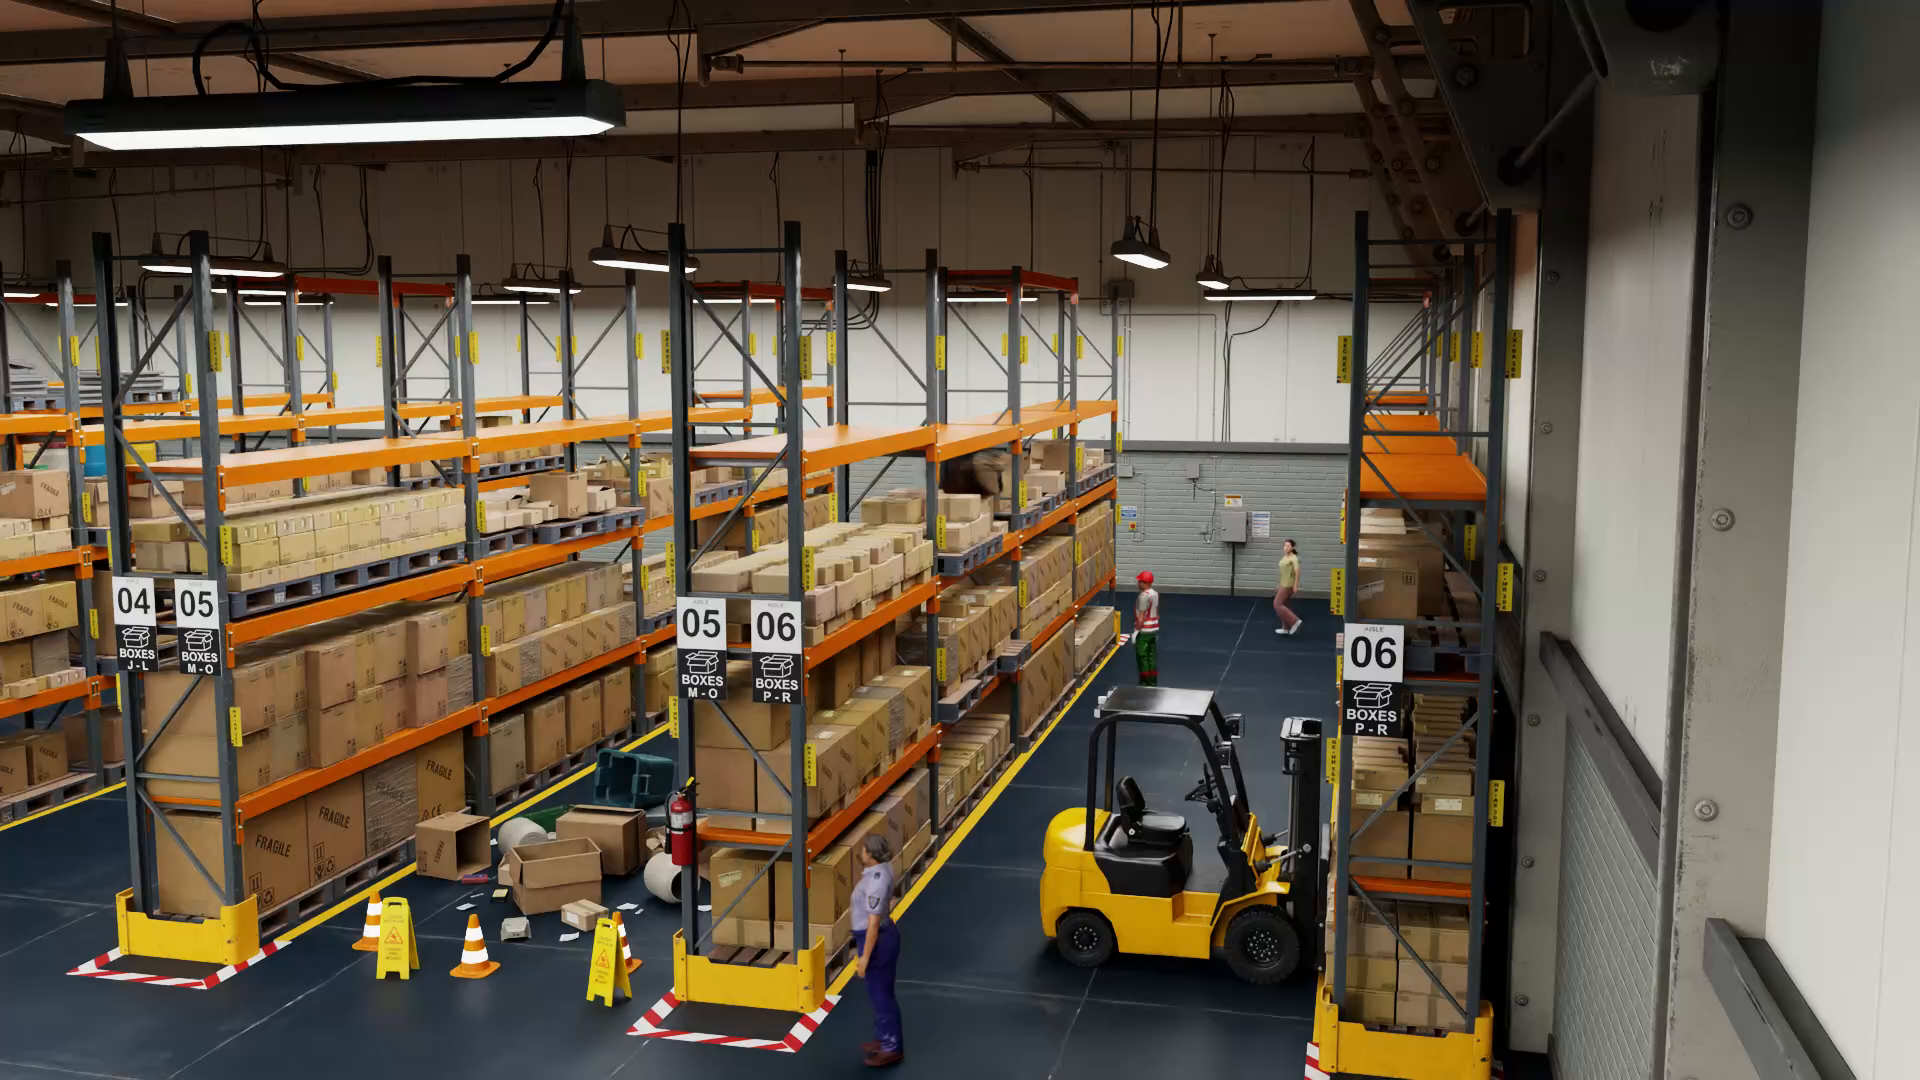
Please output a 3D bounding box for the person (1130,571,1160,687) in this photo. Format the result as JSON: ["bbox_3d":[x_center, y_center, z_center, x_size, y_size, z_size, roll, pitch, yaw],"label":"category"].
[{"bbox_3d":[2.681,1.341,24.066,0.362,1.794,0.645,4,8,32],"label":"person"}]

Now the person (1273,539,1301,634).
[{"bbox_3d":[5.691,0.810,28.864,0.490,1.656,0.435,1,7,11],"label":"person"}]

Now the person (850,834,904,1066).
[{"bbox_3d":[-0.598,2.919,11.882,0.374,1.676,0.538,0,7,1],"label":"person"}]
